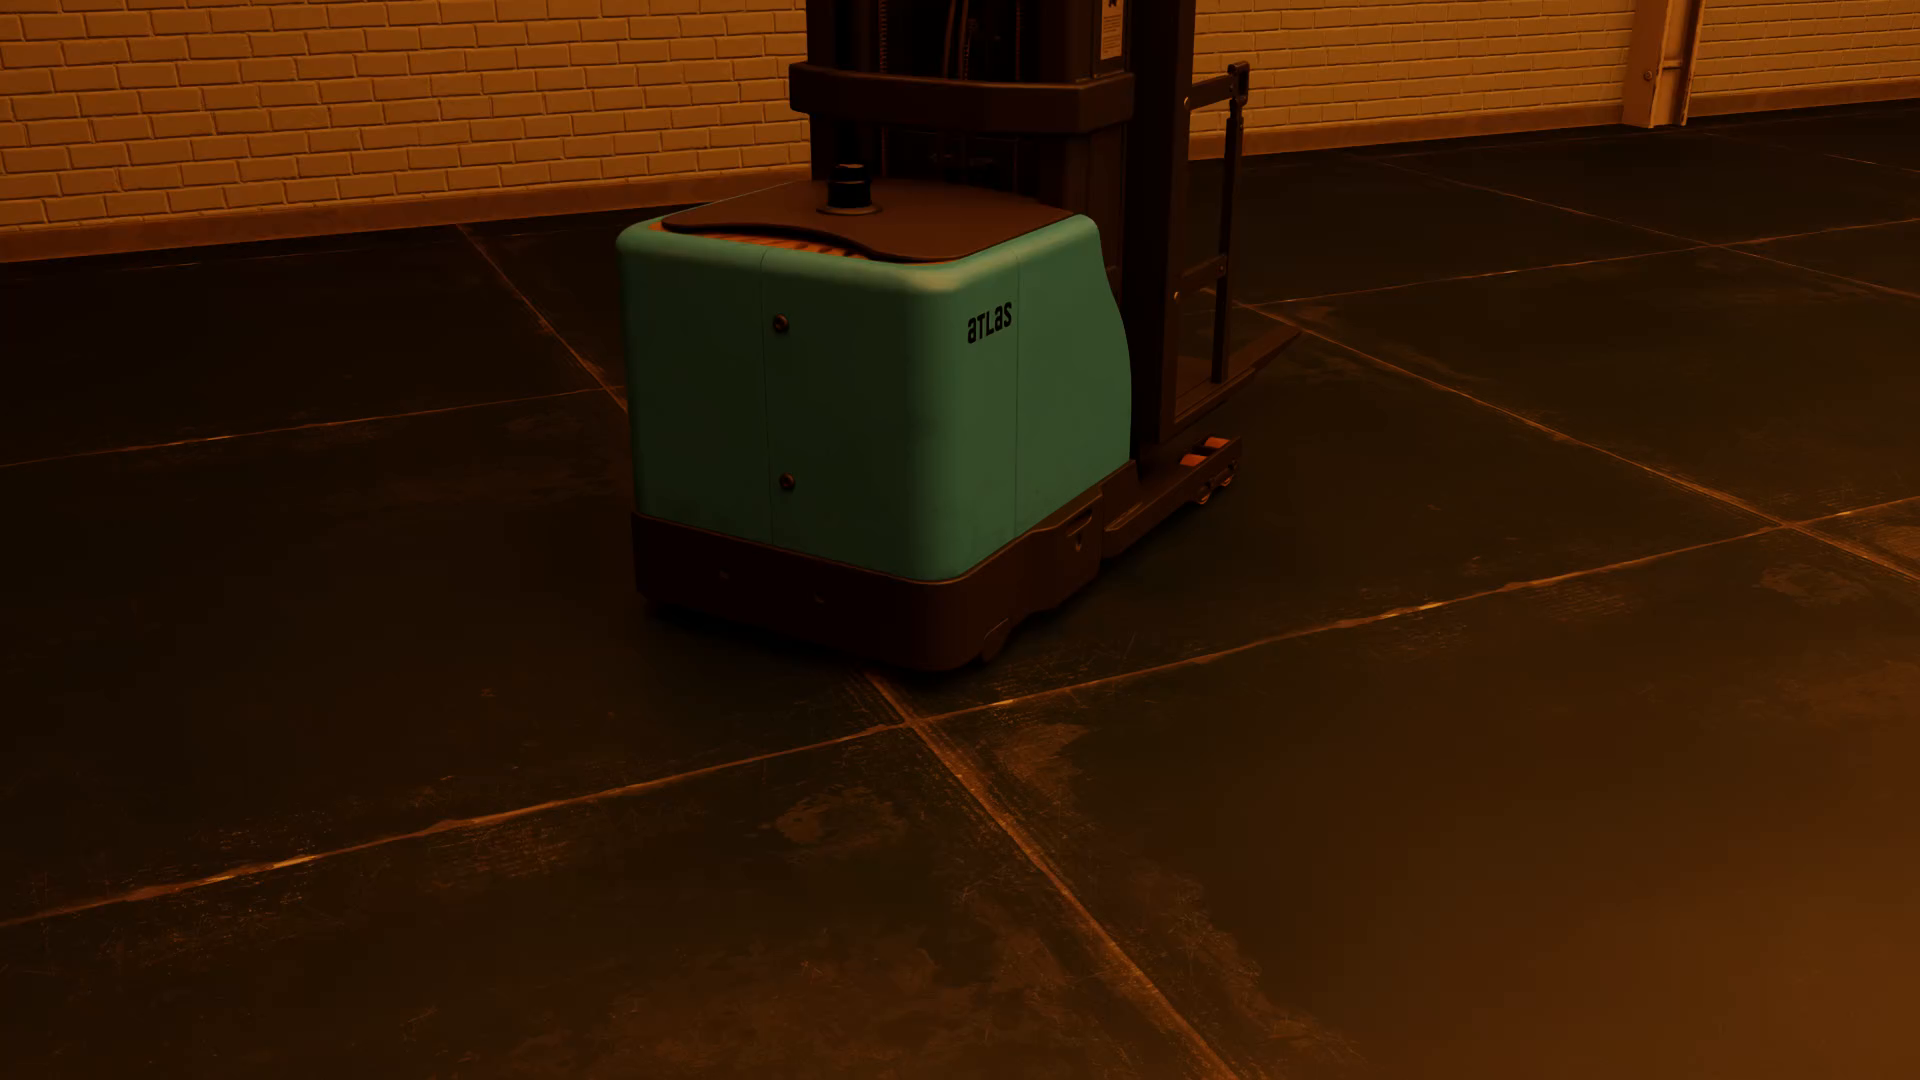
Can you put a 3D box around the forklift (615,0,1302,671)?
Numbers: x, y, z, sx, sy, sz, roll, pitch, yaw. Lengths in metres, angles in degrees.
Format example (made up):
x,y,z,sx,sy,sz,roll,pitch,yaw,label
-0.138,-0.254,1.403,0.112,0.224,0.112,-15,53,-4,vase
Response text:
x,y,z,sx,sy,sz,roll,pitch,yaw,label
0.285,-1.547,5.010,1.130,2.935,3.031,13,26,28,forklift
